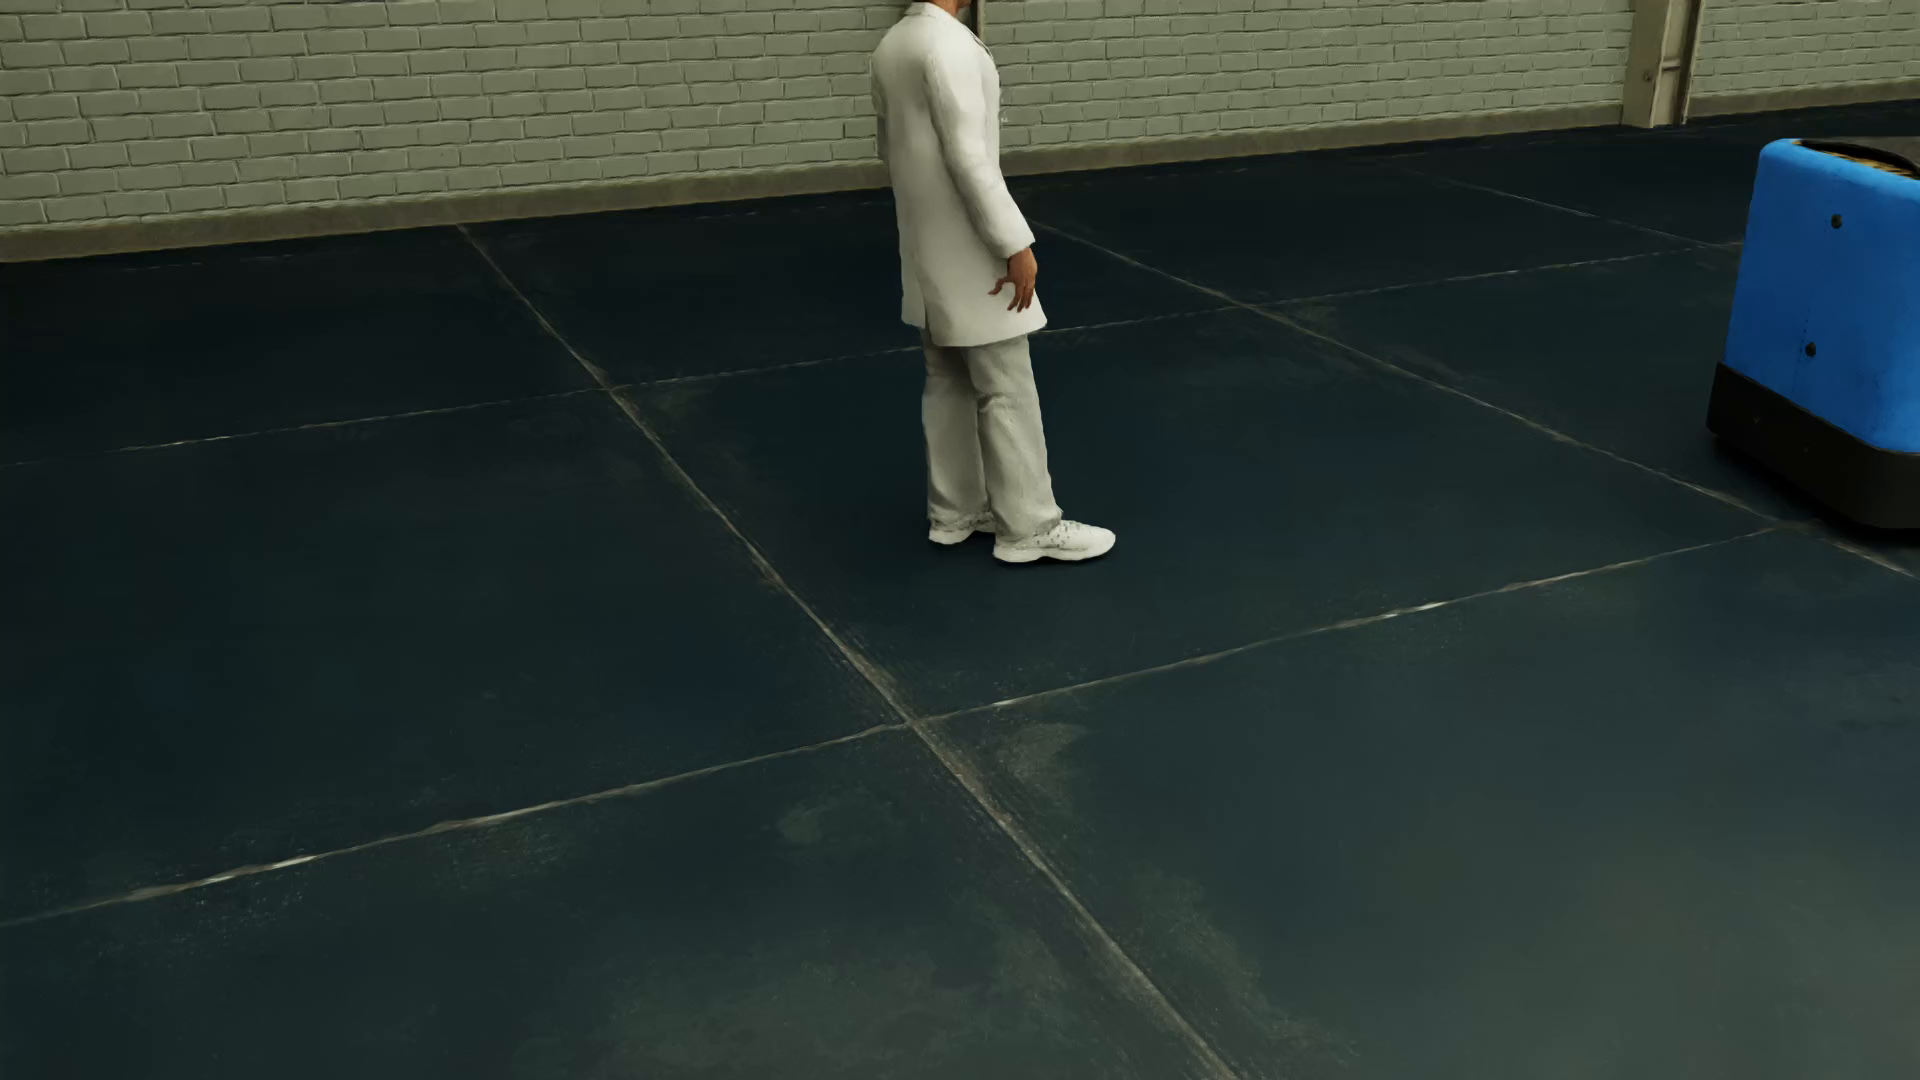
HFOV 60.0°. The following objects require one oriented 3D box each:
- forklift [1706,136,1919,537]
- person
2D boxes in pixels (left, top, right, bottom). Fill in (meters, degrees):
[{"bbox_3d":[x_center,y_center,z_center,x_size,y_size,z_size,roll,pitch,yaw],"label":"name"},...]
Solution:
[{"bbox_3d":[4.182,-1.567,5.057,3.031,2.935,1.130,-2,23,-5],"label":"forklift"},{"bbox_3d":[0.084,-0.841,4.795,0.579,1.776,0.694,-10,25,-23],"label":"person"}]
